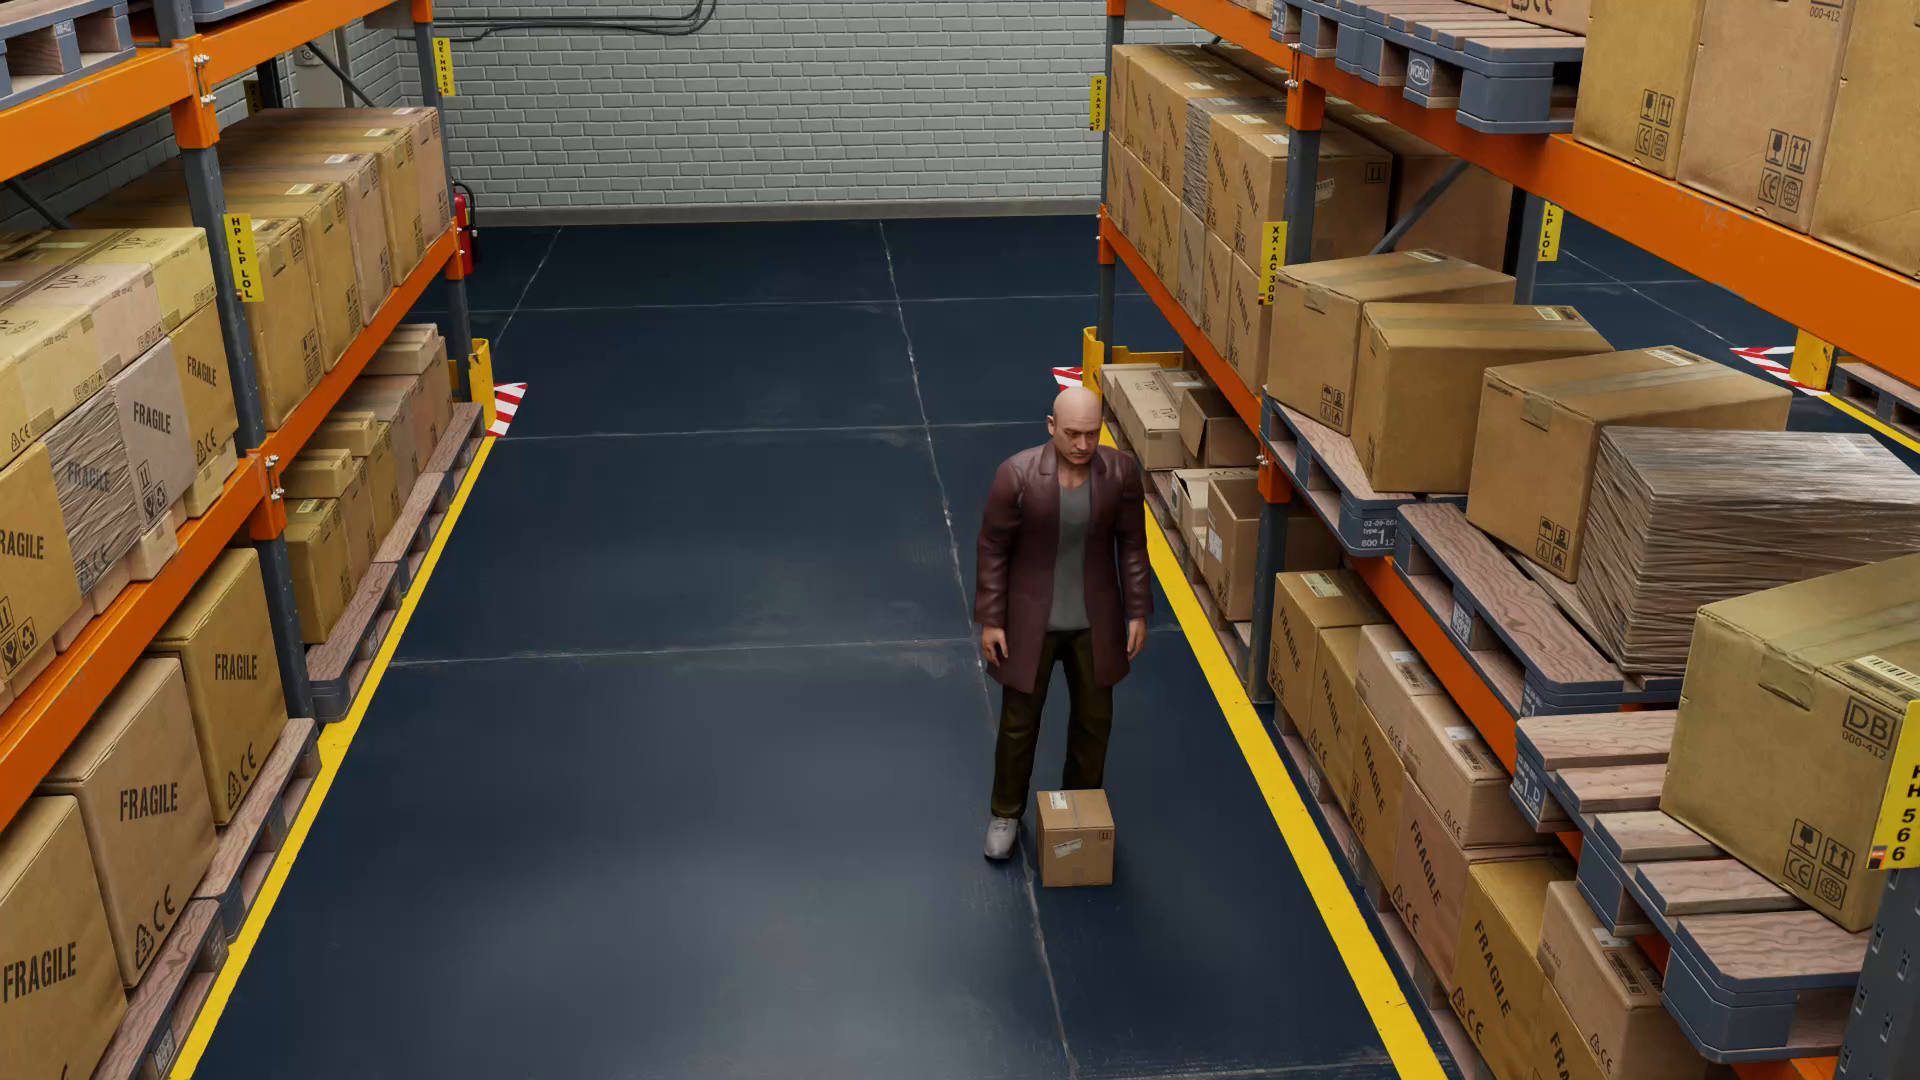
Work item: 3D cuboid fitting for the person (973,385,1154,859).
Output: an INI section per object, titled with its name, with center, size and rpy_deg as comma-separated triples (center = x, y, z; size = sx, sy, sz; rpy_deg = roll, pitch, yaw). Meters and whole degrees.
[person]
center = 0.370, 0.286, 5.955
size = 0.656, 1.774, 0.421
rpy_deg = -3, 24, -7
